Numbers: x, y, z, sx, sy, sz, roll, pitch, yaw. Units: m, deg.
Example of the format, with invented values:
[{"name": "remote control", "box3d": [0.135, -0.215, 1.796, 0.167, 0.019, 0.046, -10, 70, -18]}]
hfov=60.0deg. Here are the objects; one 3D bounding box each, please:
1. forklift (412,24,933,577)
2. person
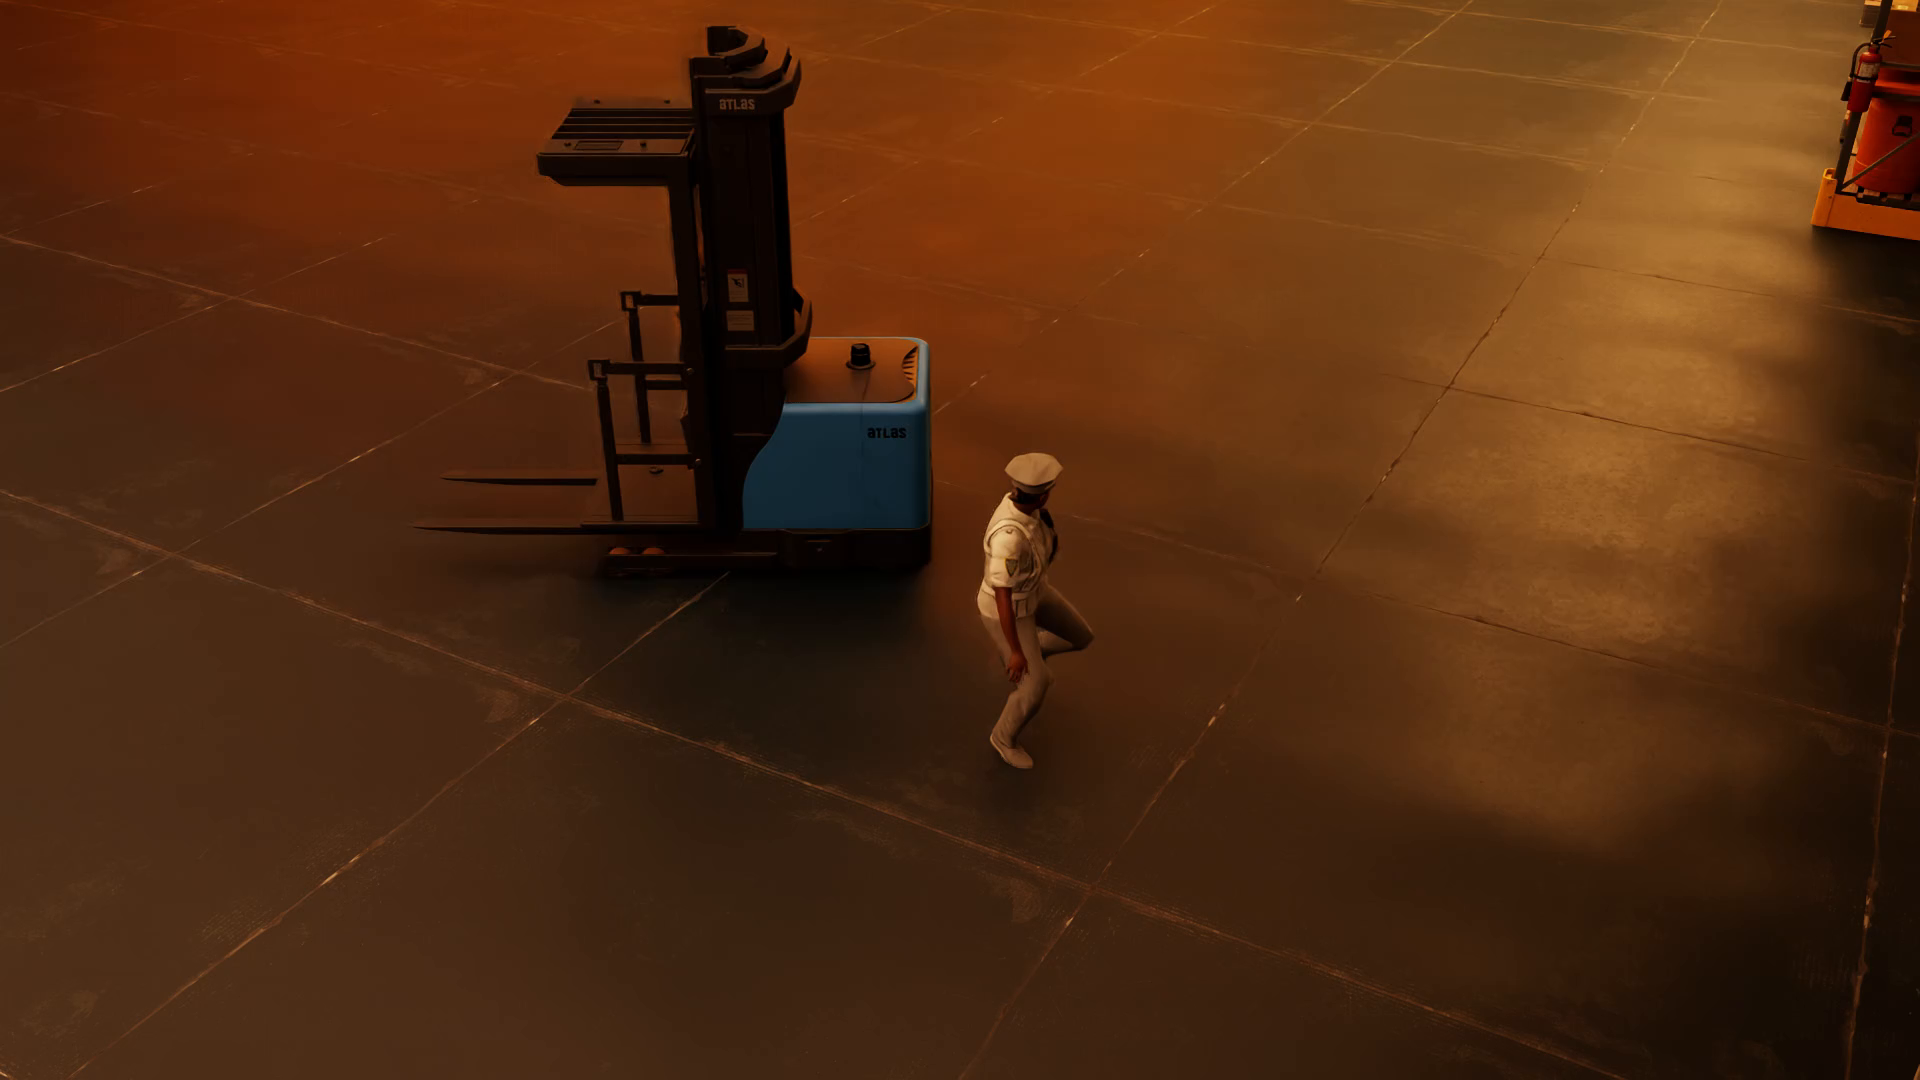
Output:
[{"name": "forklift", "box3d": [-1.685, -1.322, 9.361, 3.031, 2.935, 1.130, 0, 30, 0]}, {"name": "person", "box3d": [0.332, 0.311, 7.969, 0.494, 1.552, 0.910, 15, 33, 24]}]
